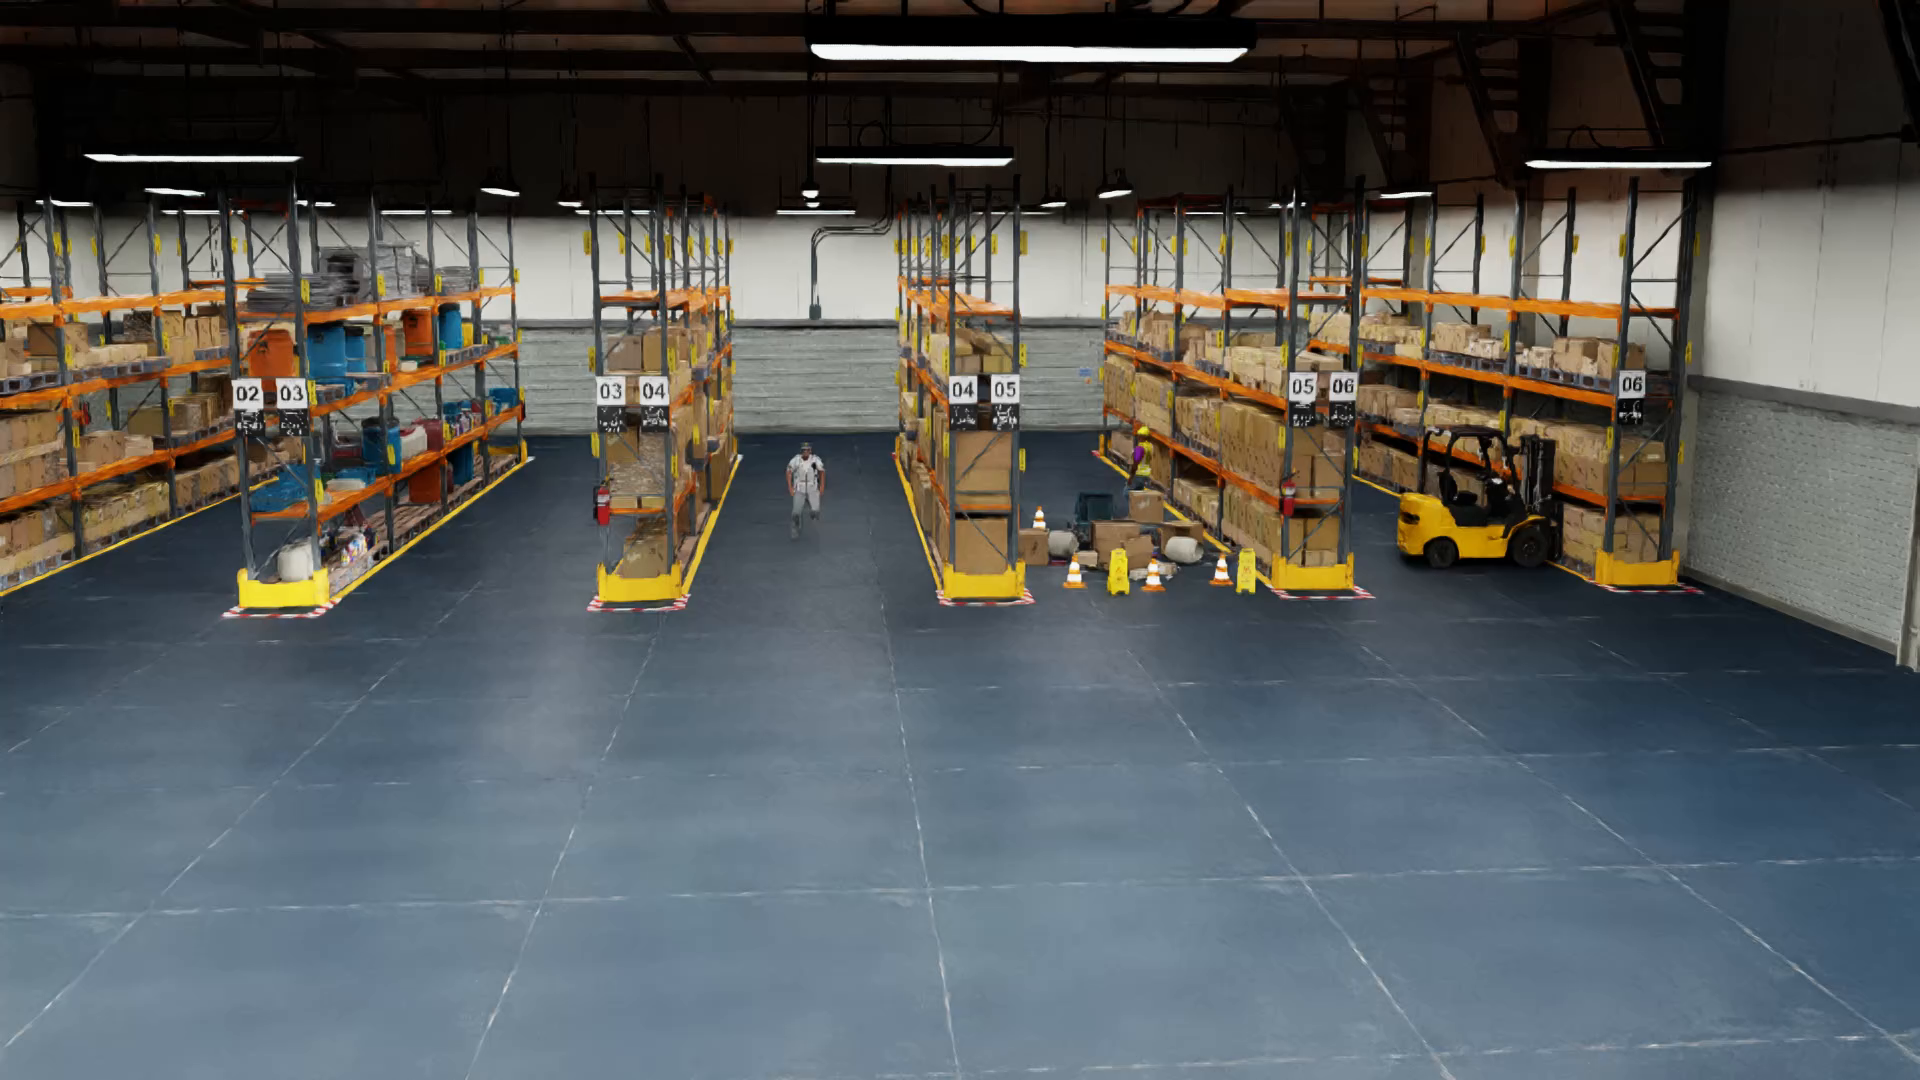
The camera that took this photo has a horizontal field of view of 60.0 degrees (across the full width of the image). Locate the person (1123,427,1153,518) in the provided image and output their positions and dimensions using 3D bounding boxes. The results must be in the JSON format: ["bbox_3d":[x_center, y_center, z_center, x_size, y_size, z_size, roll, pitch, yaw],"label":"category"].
[{"bbox_3d":[3.239,-1.191,30.324,0.585,1.750,0.685,4,11,20],"label":"person"}]

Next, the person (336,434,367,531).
[{"bbox_3d":[-10.374,-0.975,28.282,0.466,1.670,0.542,-4,11,-23],"label":"person"}]

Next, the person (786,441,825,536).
[{"bbox_3d":[-2.673,-0.897,28.847,0.683,1.685,0.556,-1,10,-6],"label":"person"}]

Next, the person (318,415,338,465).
[{"bbox_3d":[-13.556,-2.035,35.739,0.432,1.539,0.947,-1,10,-6],"label":"person"}]
